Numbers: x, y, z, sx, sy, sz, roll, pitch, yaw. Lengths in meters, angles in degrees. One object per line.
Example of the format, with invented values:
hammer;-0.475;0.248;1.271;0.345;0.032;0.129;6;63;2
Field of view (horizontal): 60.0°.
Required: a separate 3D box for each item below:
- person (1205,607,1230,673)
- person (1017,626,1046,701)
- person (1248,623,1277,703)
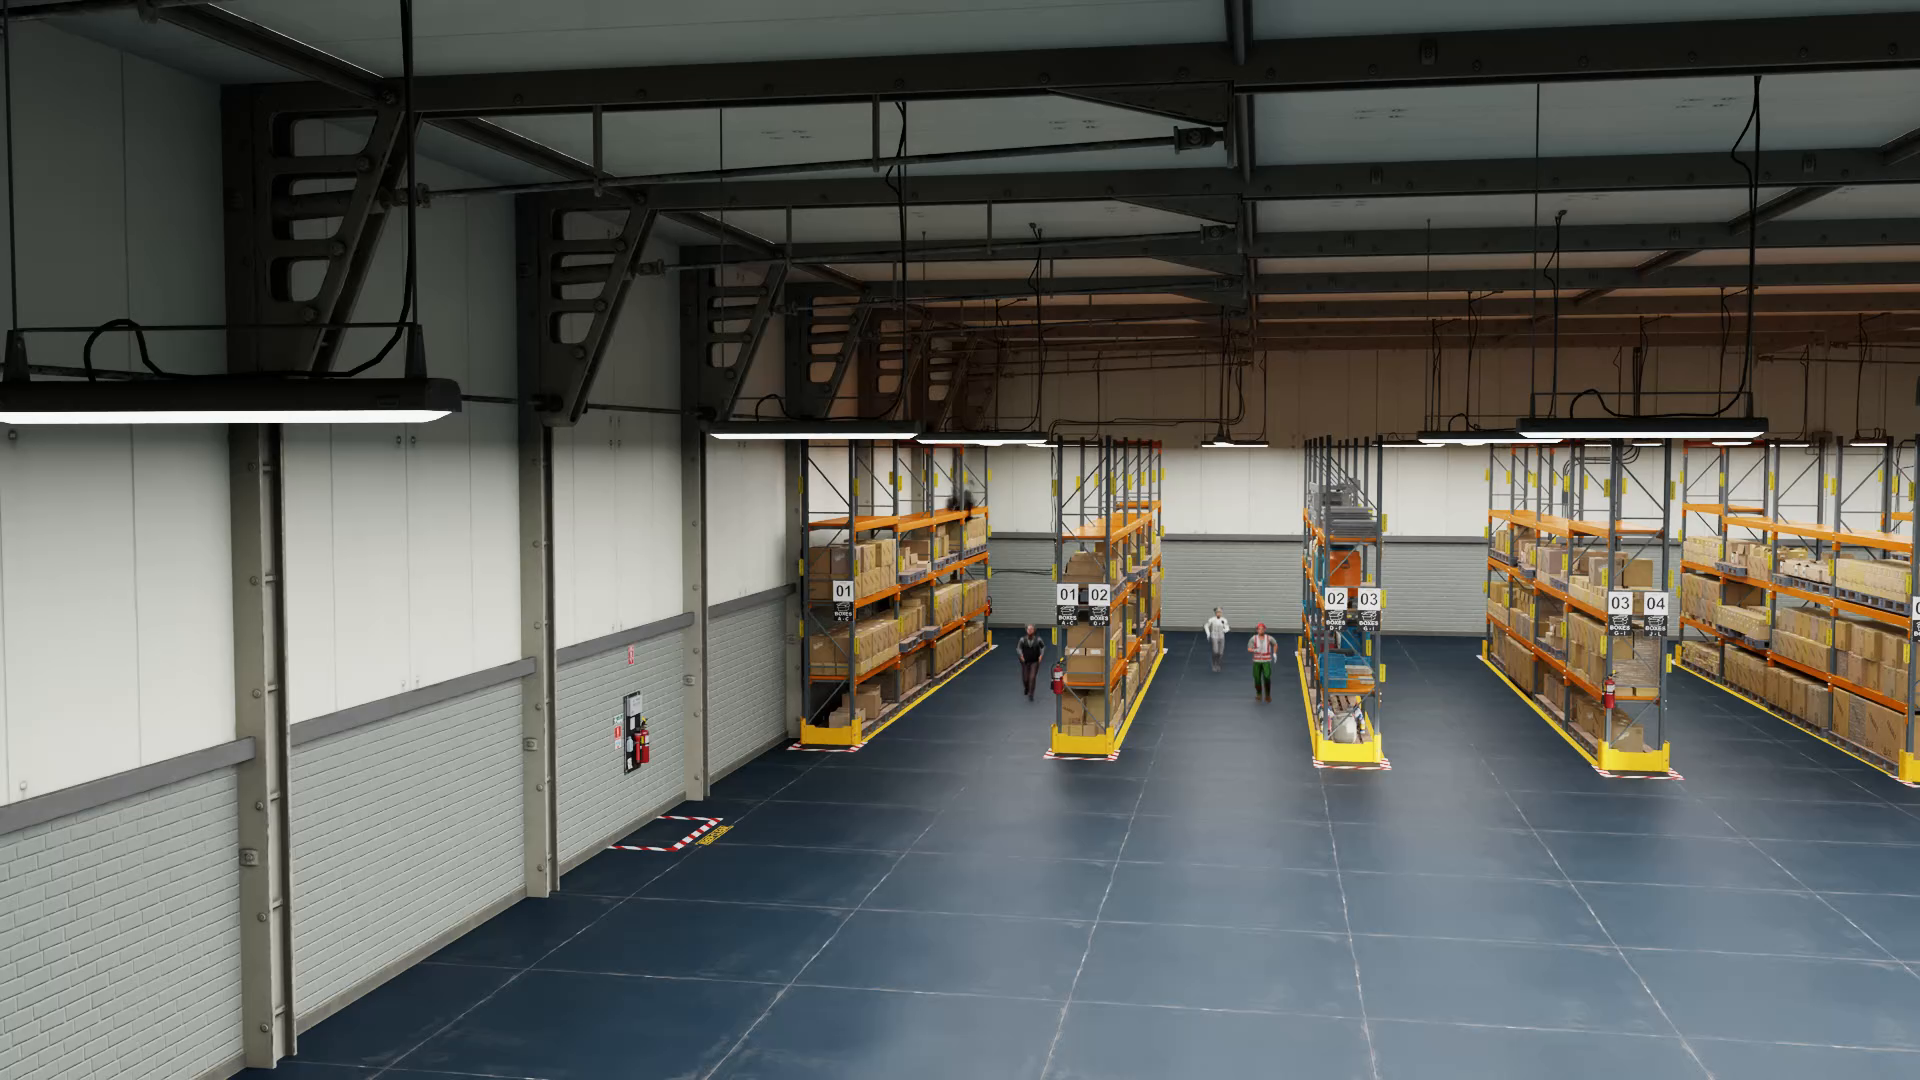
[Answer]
person;6.637;2.566;42.773;0.579;1.706;0.666;0;3;-4
person;1.640;2.816;38.214;0.685;1.710;0.702;0;3;7
person;6.850;2.797;37.714;0.652;1.824;0.714;1;3;13
